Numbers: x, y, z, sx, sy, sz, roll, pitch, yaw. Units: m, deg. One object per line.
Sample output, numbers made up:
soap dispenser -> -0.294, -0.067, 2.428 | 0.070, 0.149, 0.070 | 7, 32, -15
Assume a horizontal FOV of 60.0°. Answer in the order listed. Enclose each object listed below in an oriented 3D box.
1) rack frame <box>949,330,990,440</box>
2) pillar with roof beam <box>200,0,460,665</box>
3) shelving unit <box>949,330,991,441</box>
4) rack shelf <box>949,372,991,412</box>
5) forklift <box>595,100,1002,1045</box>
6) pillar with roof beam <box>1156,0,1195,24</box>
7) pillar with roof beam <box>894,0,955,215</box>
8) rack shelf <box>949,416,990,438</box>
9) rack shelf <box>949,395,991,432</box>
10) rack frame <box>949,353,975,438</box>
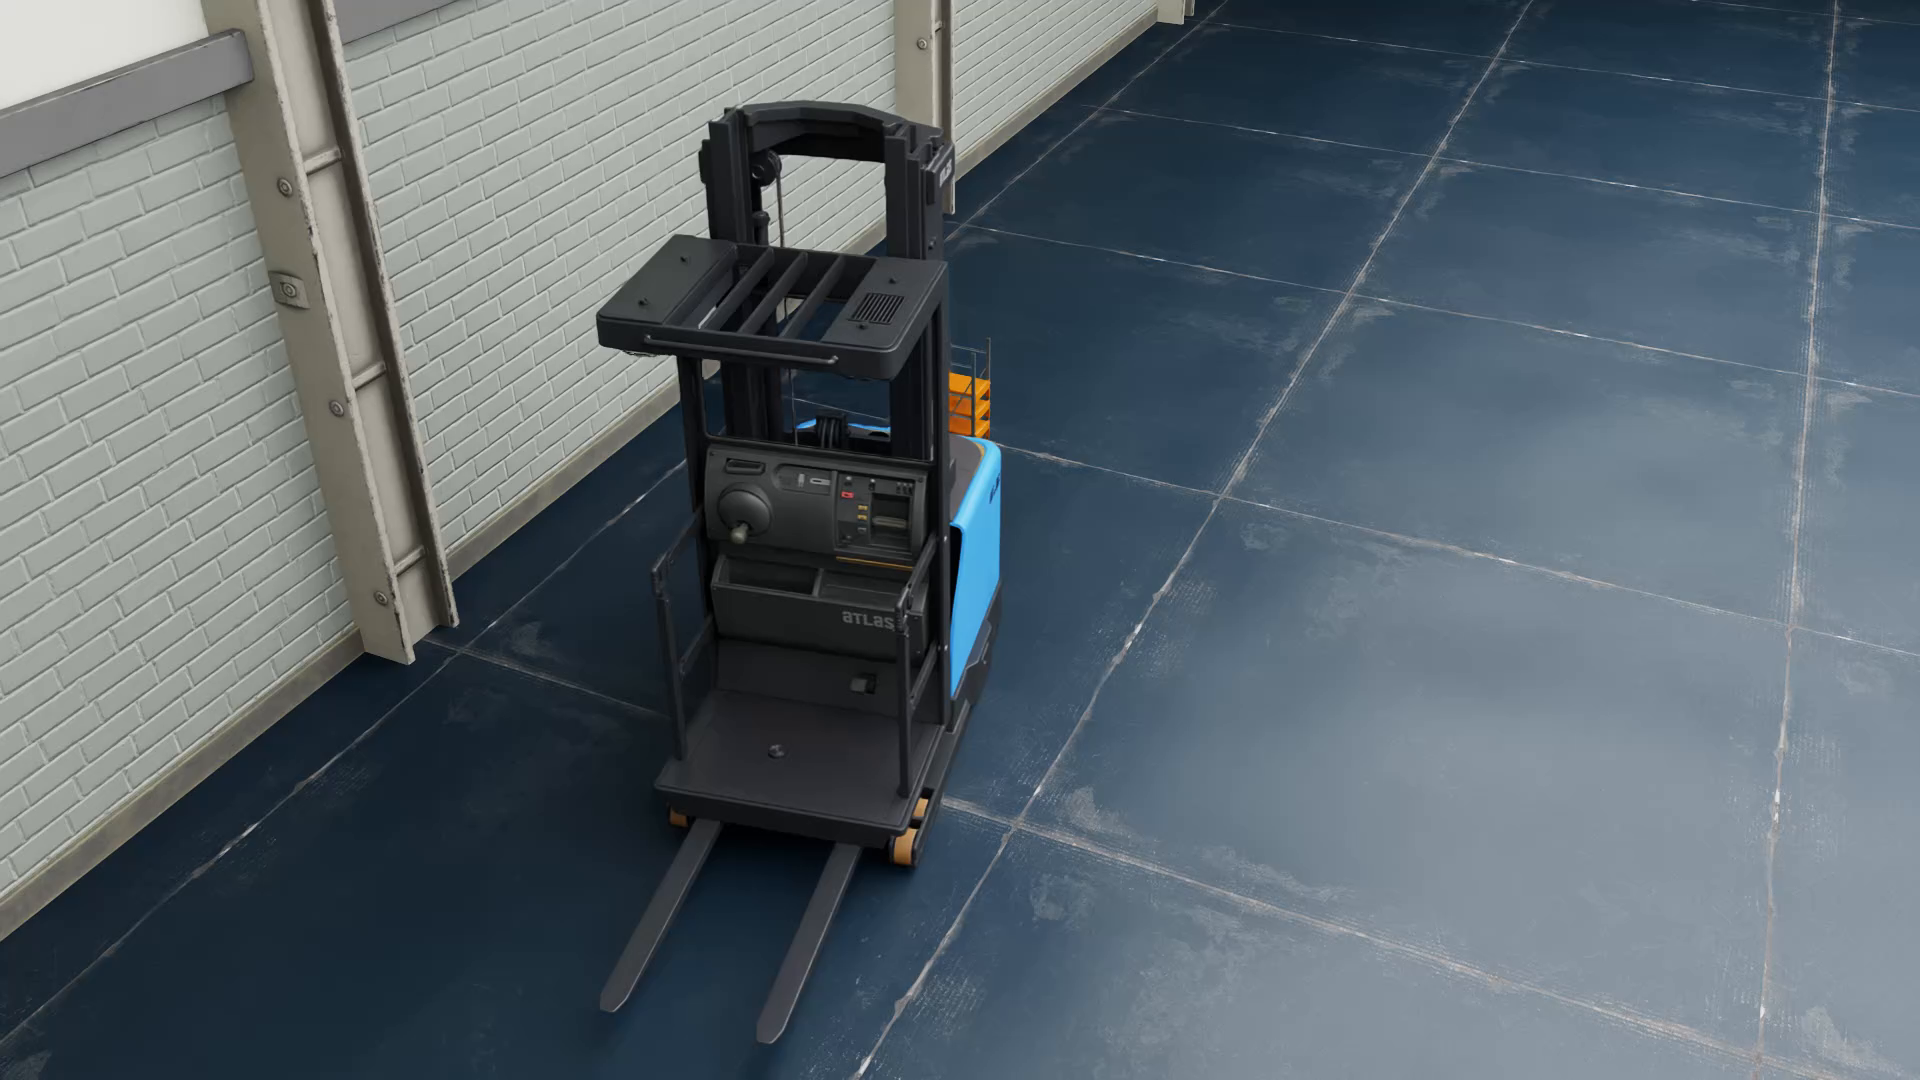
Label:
rack frame -> 0.044, -0.555, 8.870 | 0.240, 1.200, 0.006 | 14, 36, 20
pillar with roof beam -> 1.140, -2.293, 4.409 | 9.100, 9.000, 0.400 | 14, 36, 20
shelving unit -> 0.006, -0.509, 8.800 | 0.258, 1.200, 0.189 | 14, 36, 20
rack shelf -> 0.006, -0.773, 8.627 | 0.258, 0.103, 0.180 | 14, 36, 20
forklift -> -0.639, -0.082, 6.571 | 1.130, 2.935, 3.031 | 8, 34, 11
pillar with roof beam -> 6.161, -8.270, 13.524 | 9.100, 9.000, 0.400 | 14, 36, 20
pillar with roof beam -> 3.651, -5.282, 8.967 | 9.100, 9.000, 0.400 | 14, 36, 20
rack shelf -> 0.006, -0.572, 8.759 | 0.258, 0.103, 0.180 | 14, 36, 20
rack shelf -> 0.006, -0.673, 8.693 | 0.258, 0.103, 0.180 | 14, 36, 20
rack frame -> -0.032, -0.463, 8.731 | 0.240, 1.200, 0.006 | 14, 36, 20
